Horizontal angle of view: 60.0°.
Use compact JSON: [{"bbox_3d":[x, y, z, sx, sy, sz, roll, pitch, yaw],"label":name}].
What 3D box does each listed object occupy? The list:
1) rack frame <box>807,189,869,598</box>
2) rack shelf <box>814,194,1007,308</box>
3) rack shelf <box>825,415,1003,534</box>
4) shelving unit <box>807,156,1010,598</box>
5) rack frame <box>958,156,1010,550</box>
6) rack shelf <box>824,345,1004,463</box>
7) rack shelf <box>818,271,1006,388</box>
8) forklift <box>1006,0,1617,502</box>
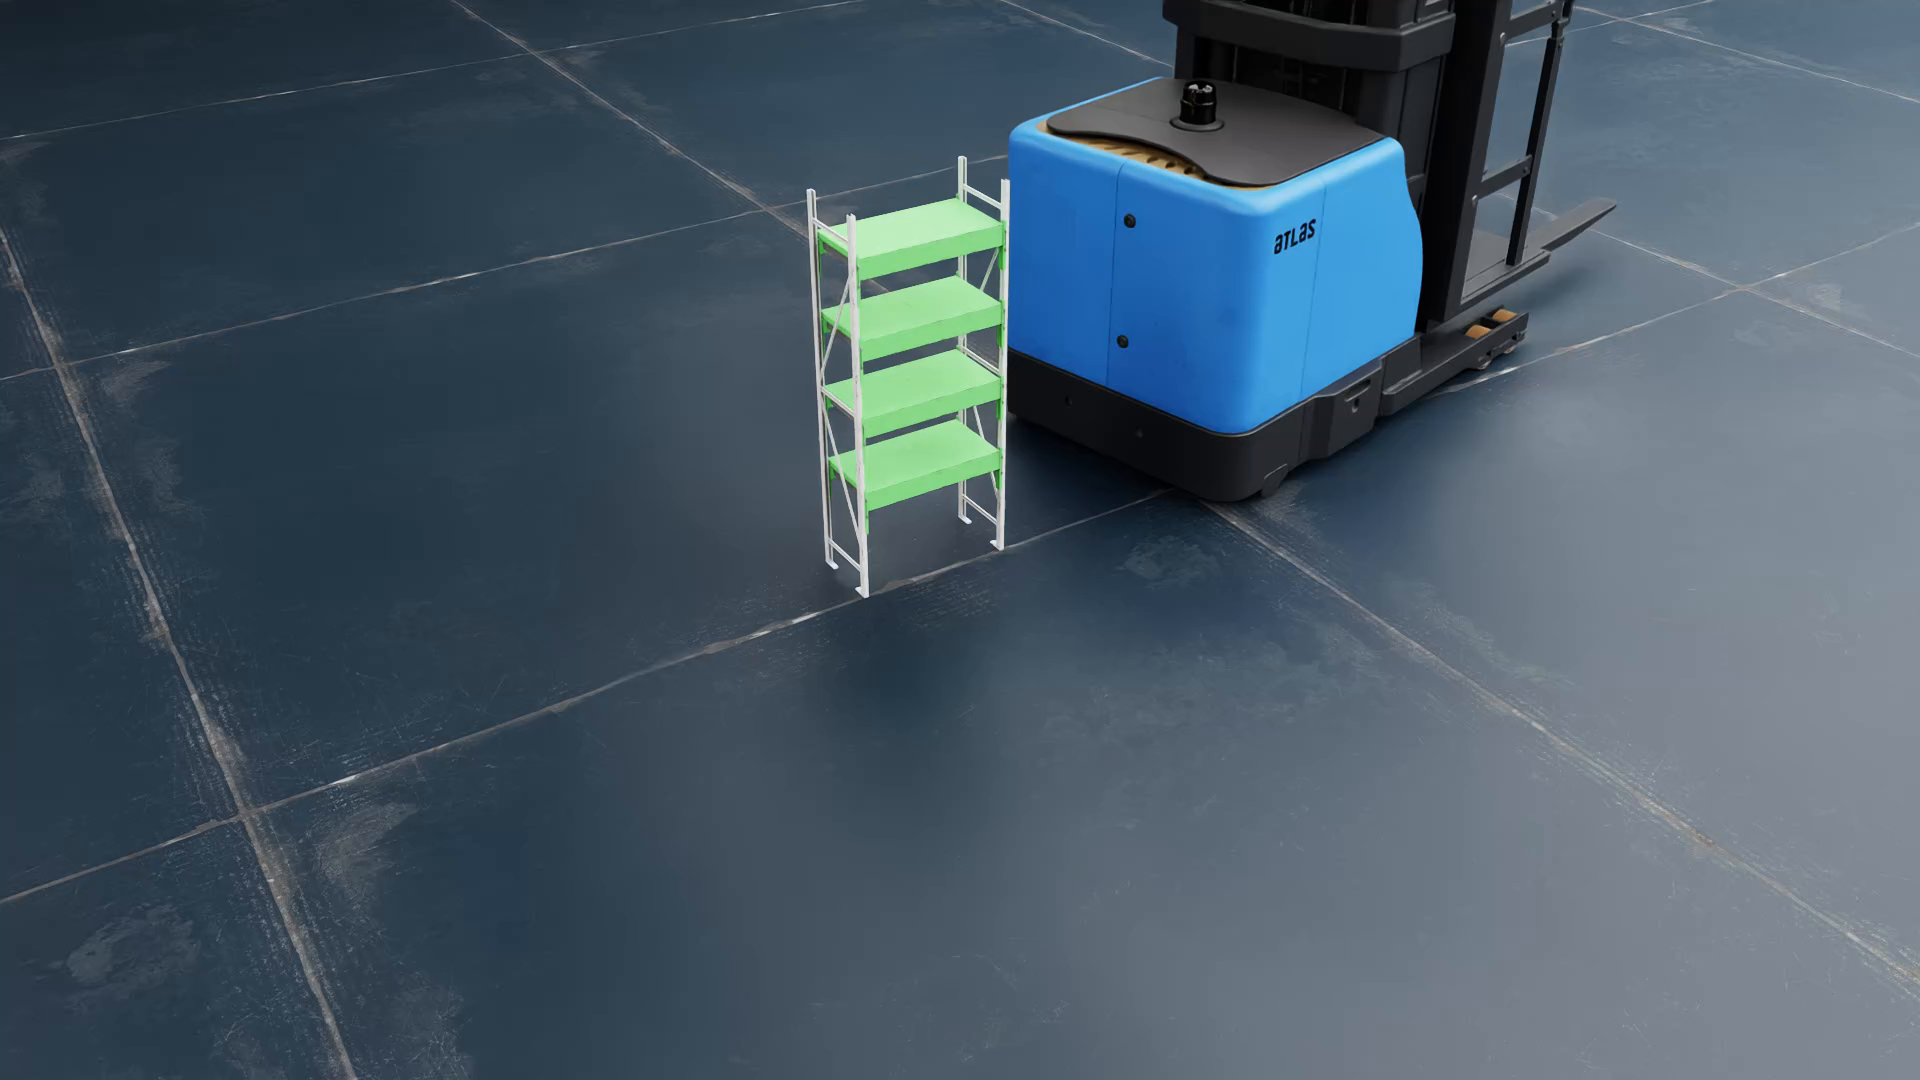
[{"bbox_3d":[-0.344,-0.389,4.742,0.015,1.200,0.240,-19,37,-27],"label":"rack frame"},{"bbox_3d":[-0.139,-0.812,4.632,0.480,0.148,0.258,-19,37,-27],"label":"rack shelf"},{"bbox_3d":[-0.139,-0.203,5.016,0.480,0.148,0.258,-19,37,-27],"label":"rack shelf"},{"bbox_3d":[-0.139,-0.460,4.854,0.503,1.200,0.258,-19,37,-27],"label":"shelving unit"},{"bbox_3d":[0.066,-0.530,4.966,0.015,1.200,0.240,-19,37,-27],"label":"rack frame"},{"bbox_3d":[-0.139,-0.406,4.888,0.480,0.148,0.258,-19,37,-27],"label":"rack shelf"},{"bbox_3d":[-0.139,-0.609,4.760,0.480,0.148,0.258,-19,37,-27],"label":"rack shelf"},{"bbox_3d":[1.529,-2.050,5.753,1.130,2.935,3.031,27,41,36],"label":"forklift"}]
